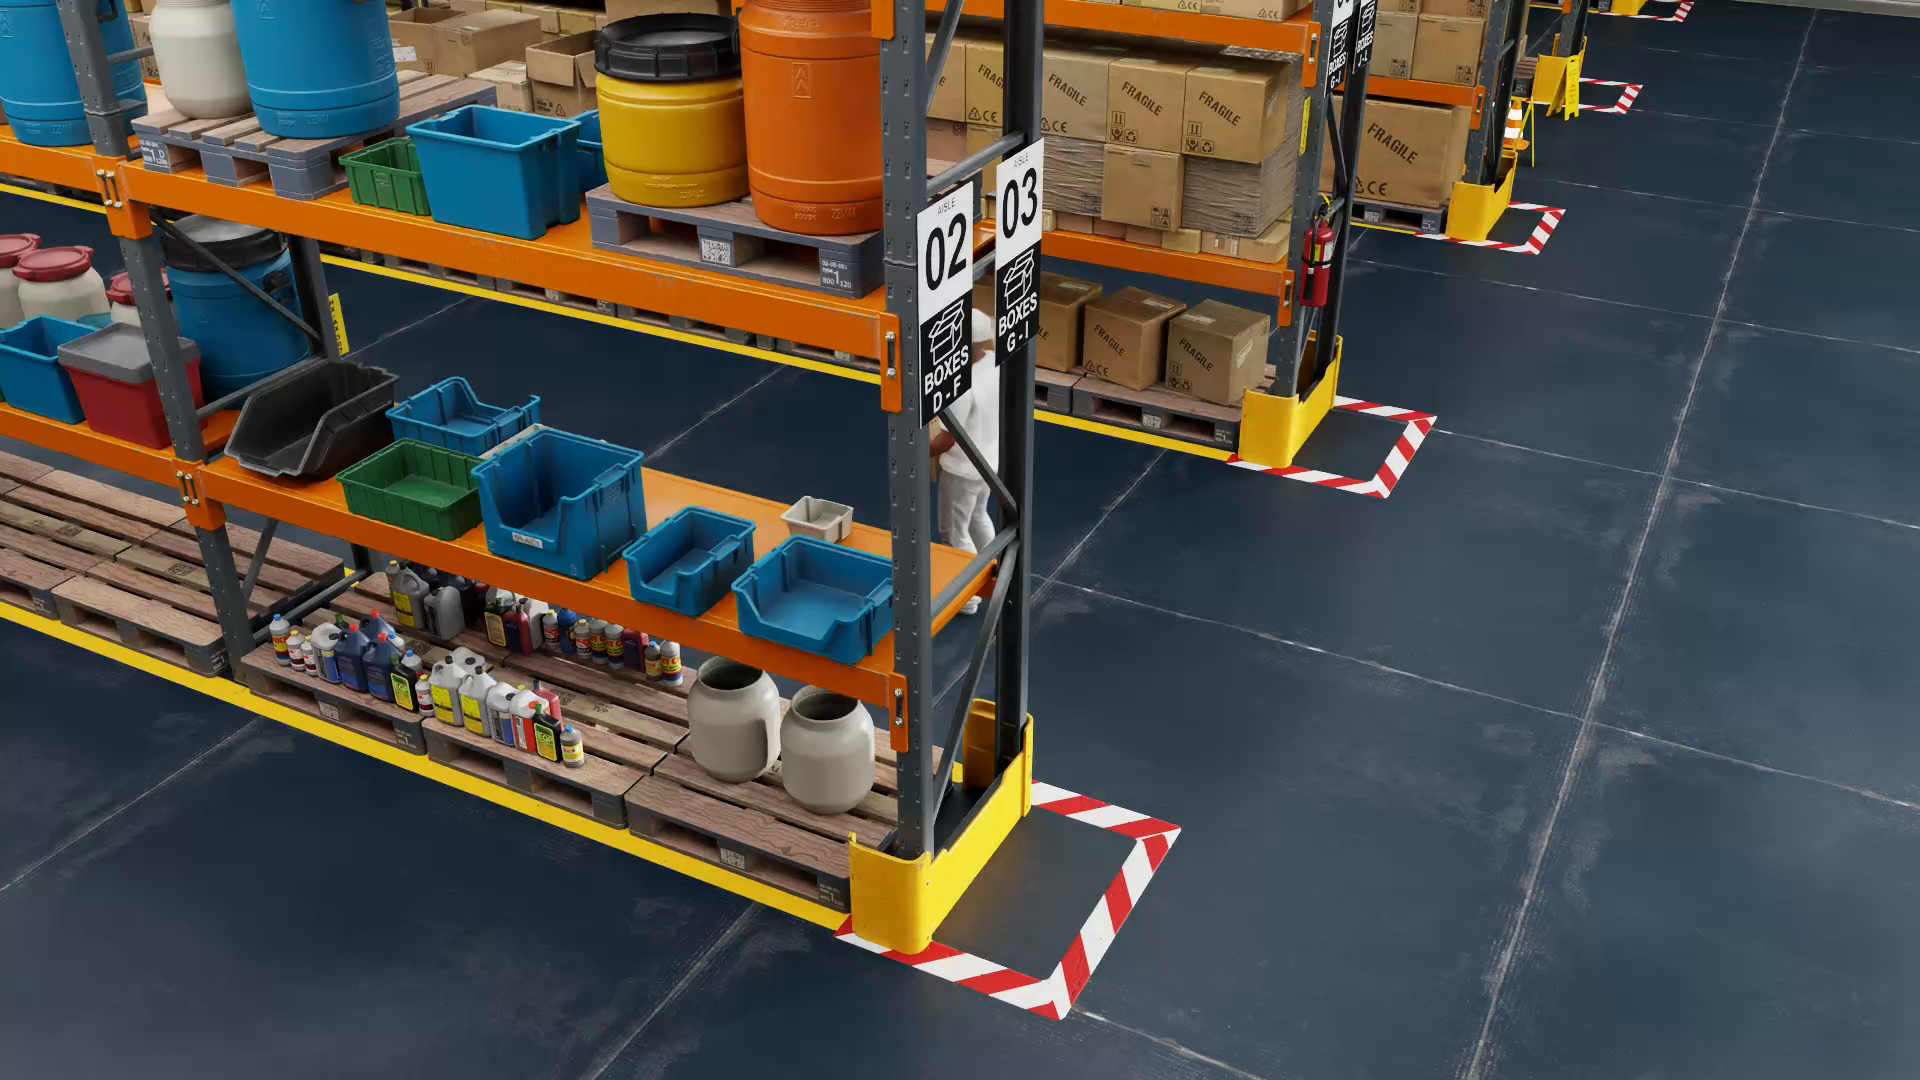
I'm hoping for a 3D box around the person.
[{"bbox_3d":[-0.003,-0.441,9.034,0.509,1.768,0.562,14,33,23],"label":"person"}]
